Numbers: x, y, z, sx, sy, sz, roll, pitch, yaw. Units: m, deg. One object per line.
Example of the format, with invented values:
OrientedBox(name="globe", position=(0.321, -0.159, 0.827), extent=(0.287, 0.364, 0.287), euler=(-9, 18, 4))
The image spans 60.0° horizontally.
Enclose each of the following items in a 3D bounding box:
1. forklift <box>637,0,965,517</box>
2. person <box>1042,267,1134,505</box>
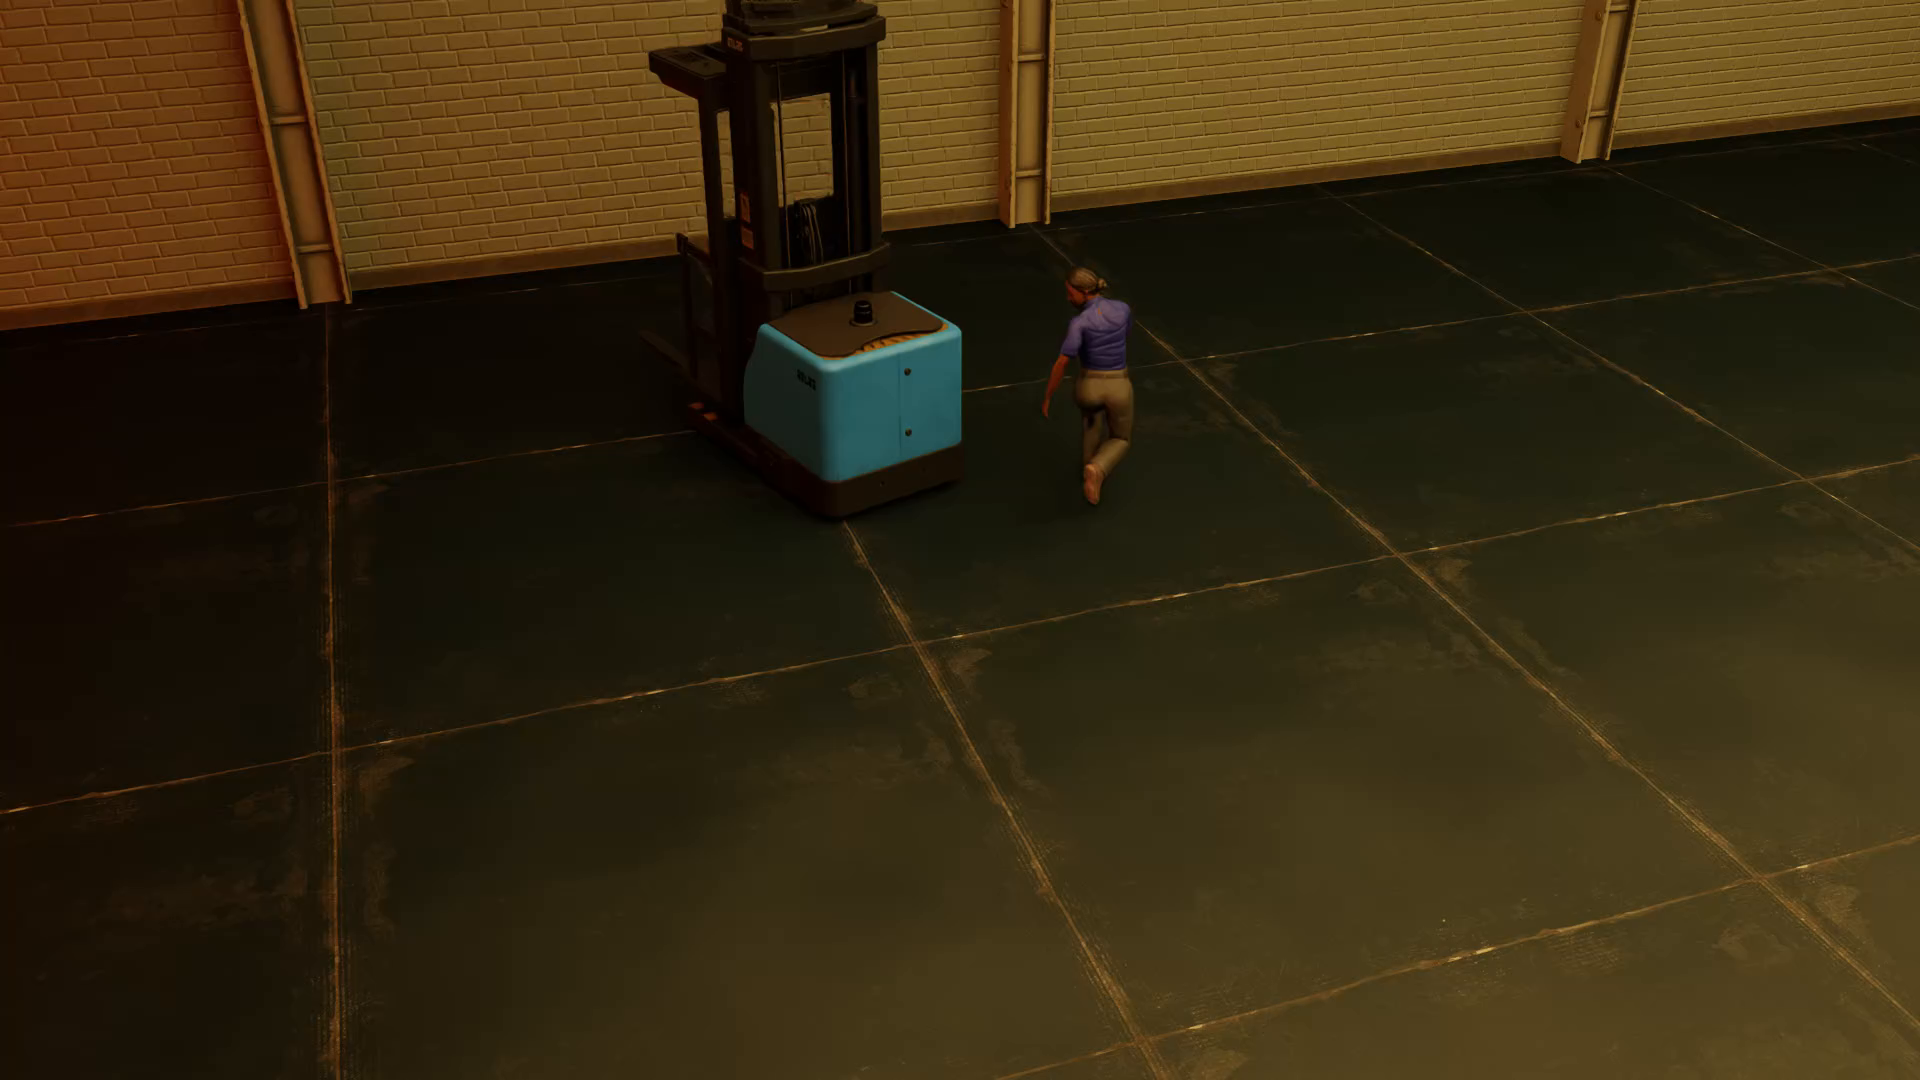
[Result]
OrientedBox(name="forklift", position=(-1.233, -2.091, 10.721), extent=(1.130, 2.935, 3.031), euler=(-20, 35, -30))
OrientedBox(name="person", position=(0.796, -0.962, 10.308), extent=(0.583, 1.438, 0.779), euler=(0, 30, 1))
